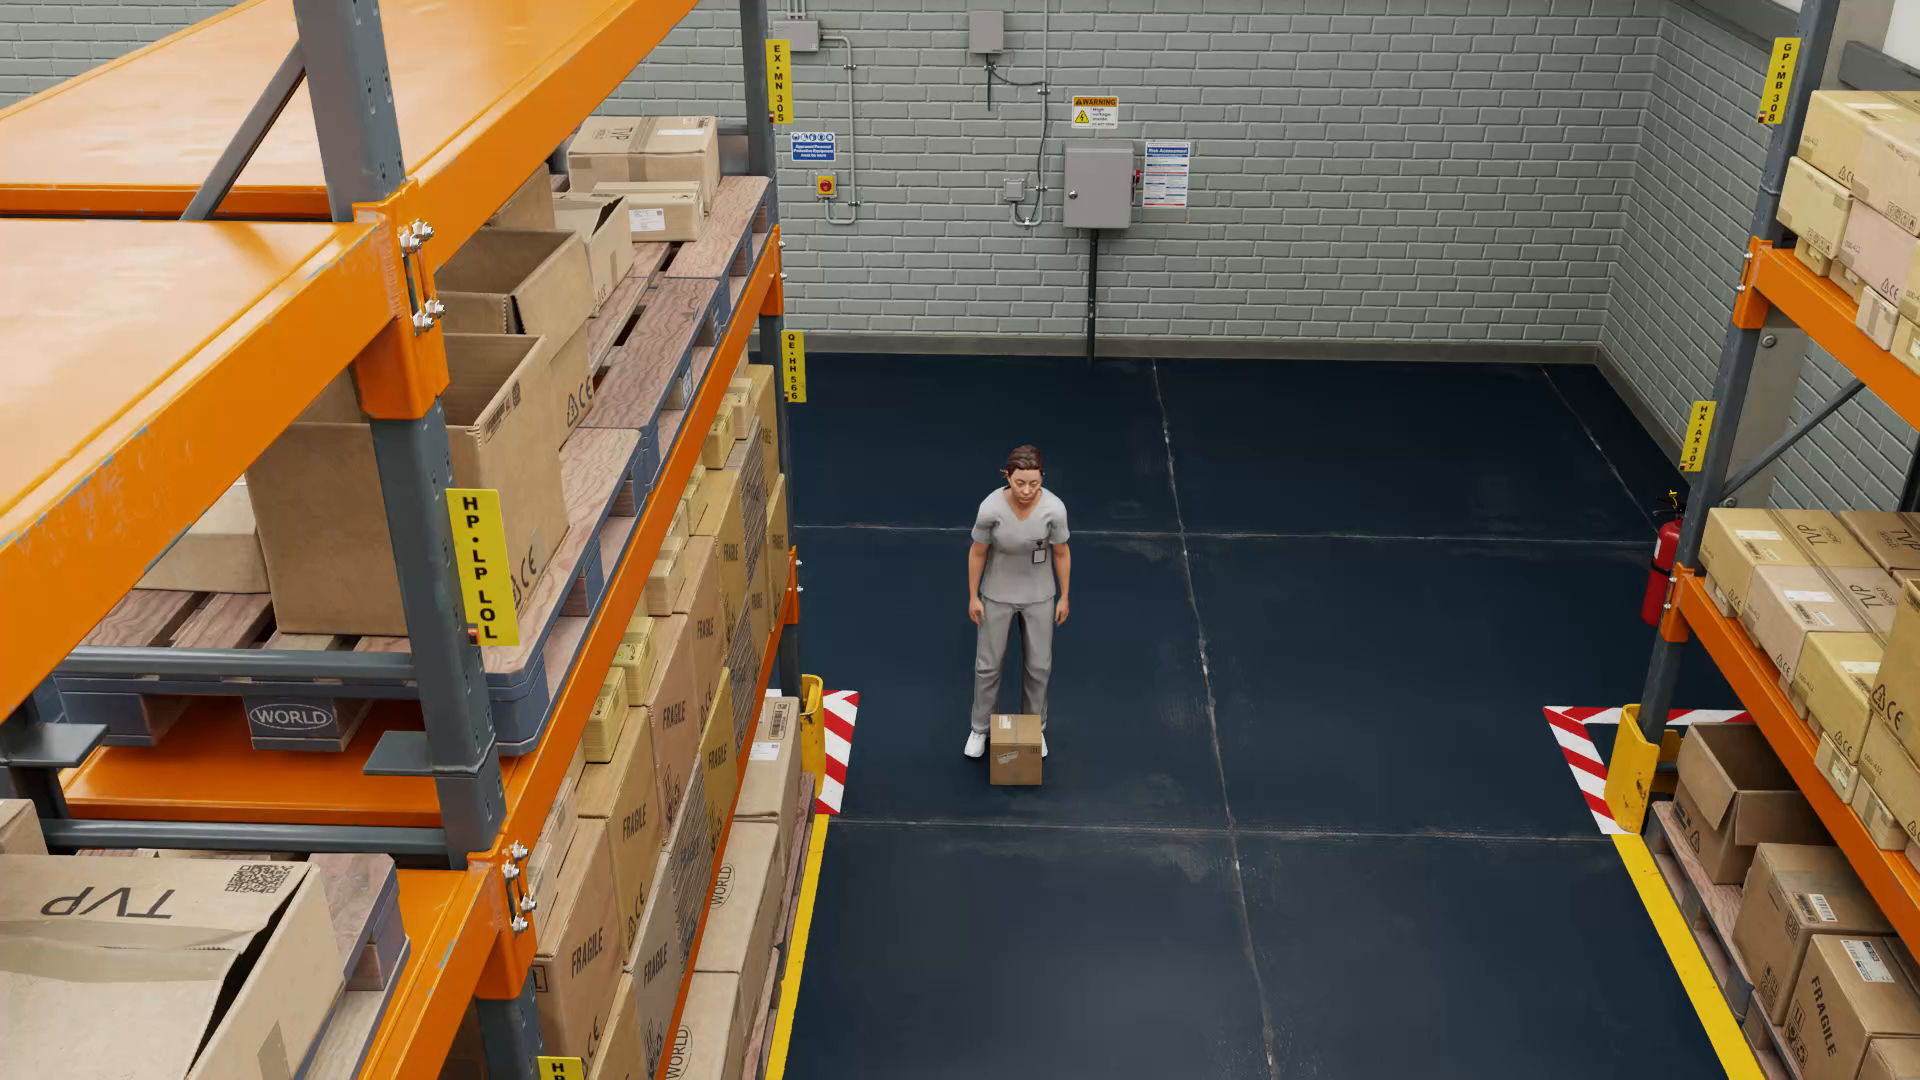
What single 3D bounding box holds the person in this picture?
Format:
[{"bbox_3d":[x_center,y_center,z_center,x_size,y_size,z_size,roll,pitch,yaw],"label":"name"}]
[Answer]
[{"bbox_3d":[0.279,0.290,8.078,0.511,1.673,0.355,0,28,0],"label":"person"}]
